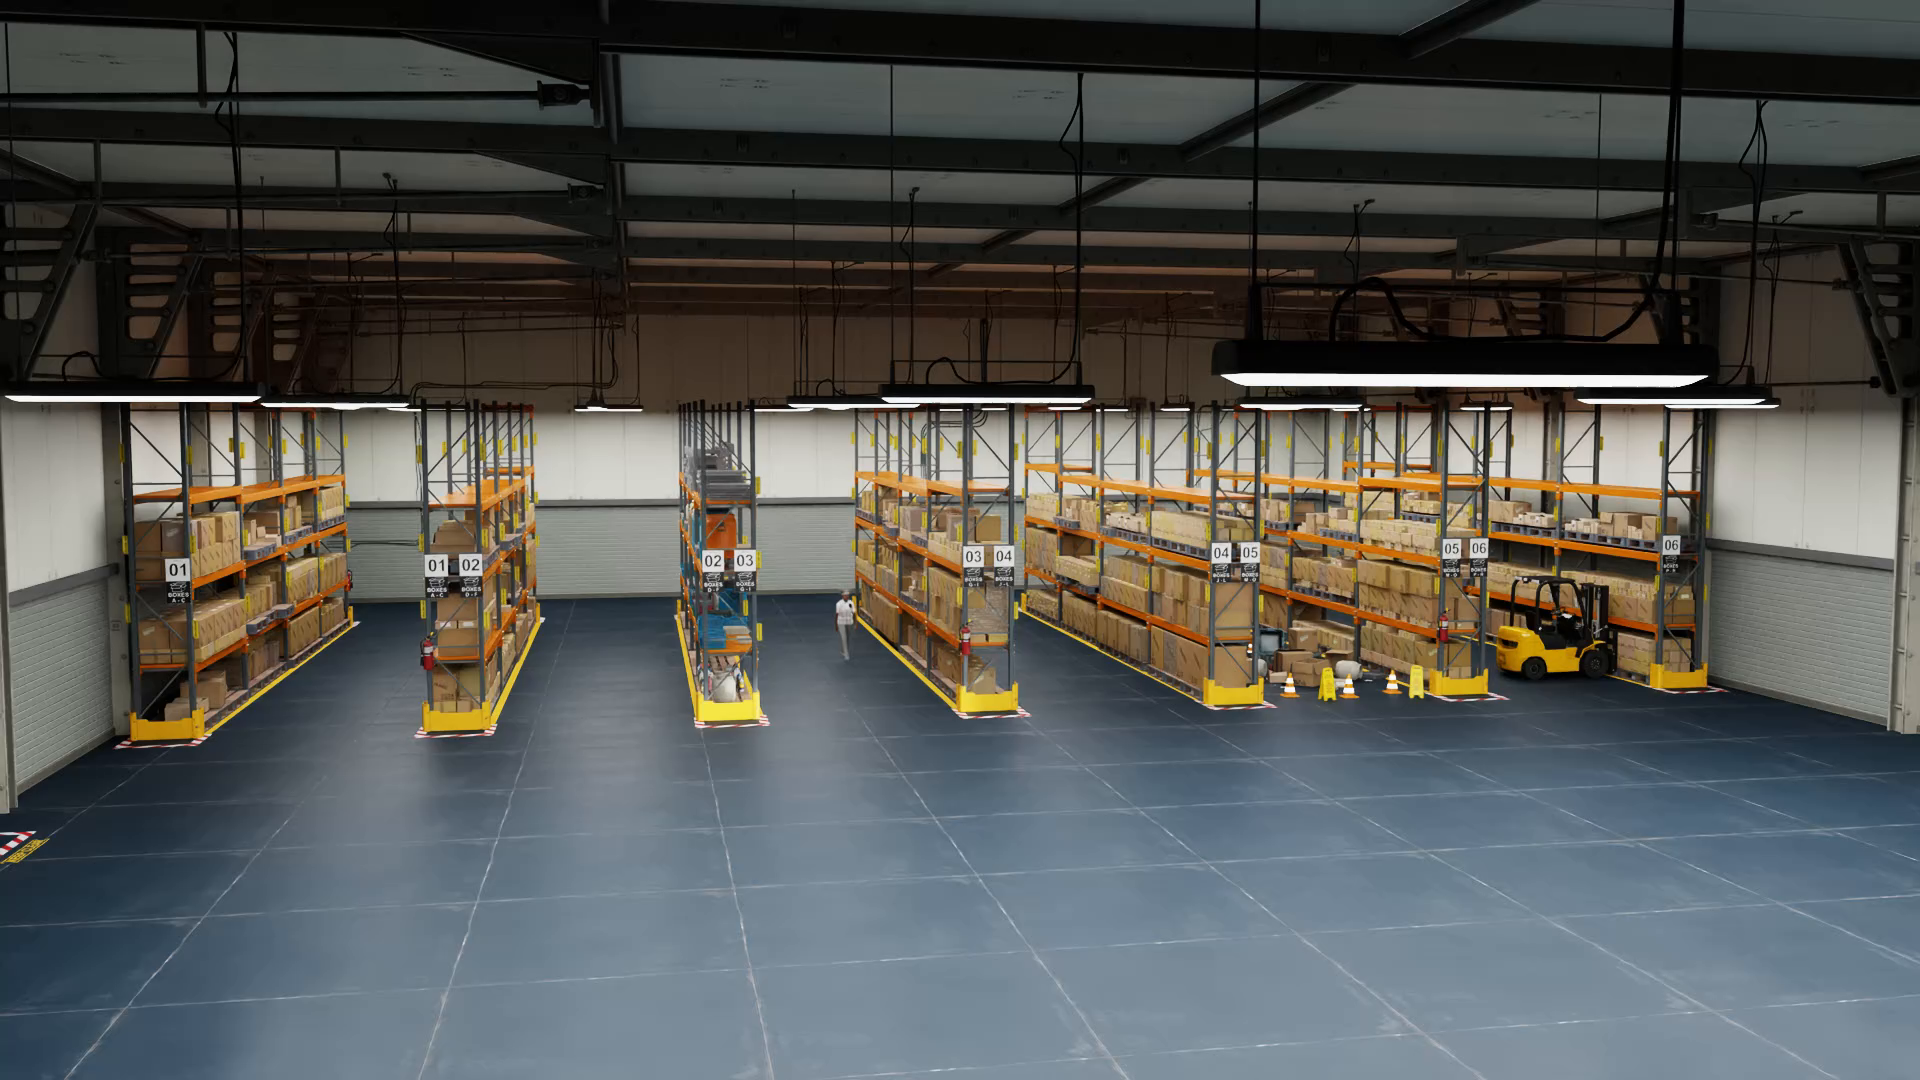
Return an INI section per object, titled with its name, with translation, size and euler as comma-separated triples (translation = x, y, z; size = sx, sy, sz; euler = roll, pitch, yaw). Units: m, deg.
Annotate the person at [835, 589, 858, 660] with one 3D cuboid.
[person]
translation = -2.653, 1.960, 38.927
size = 0.457, 1.614, 1.062
euler = -2, 5, -22
